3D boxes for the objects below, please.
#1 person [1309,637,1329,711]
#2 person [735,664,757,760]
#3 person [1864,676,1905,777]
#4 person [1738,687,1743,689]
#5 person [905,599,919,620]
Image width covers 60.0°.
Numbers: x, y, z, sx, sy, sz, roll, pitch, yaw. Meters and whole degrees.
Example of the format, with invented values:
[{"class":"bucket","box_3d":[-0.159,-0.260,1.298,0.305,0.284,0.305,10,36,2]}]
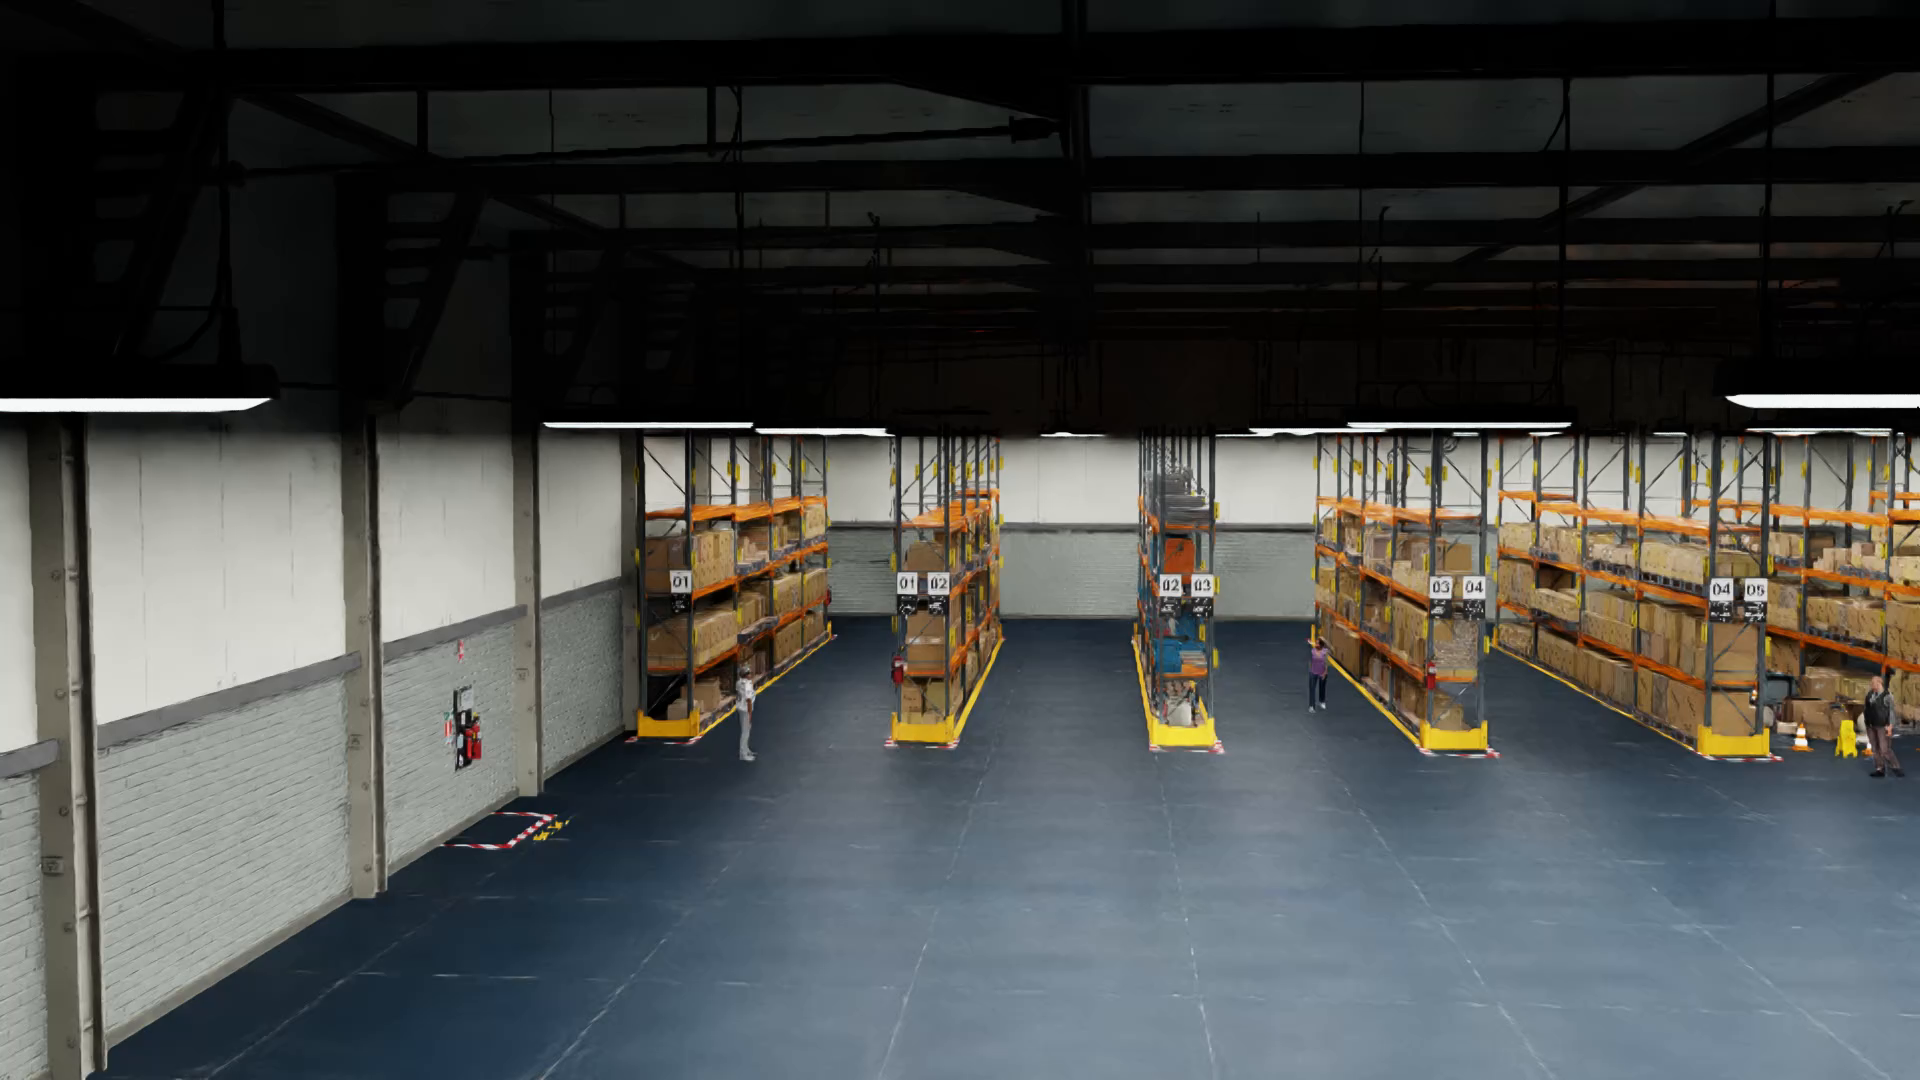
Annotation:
[{"class":"person","box_3d":[7.566,2.808,35.056,0.408,1.533,0.962,1,4,15]},{"class":"person","box_3d":[-3.805,3.066,29.708,0.422,1.677,0.502,-2,4,-27]},{"class":"person","box_3d":[15.572,3.237,28.046,0.471,1.532,0.690,-2,4,-23]},{"class":"person","box_3d":[17.278,2.554,37.262,0.576,1.768,0.625,2,4,33]},{"class":"person","box_3d":[-1.268,2.043,46.267,0.566,1.706,1.122,0,3,7]}]
